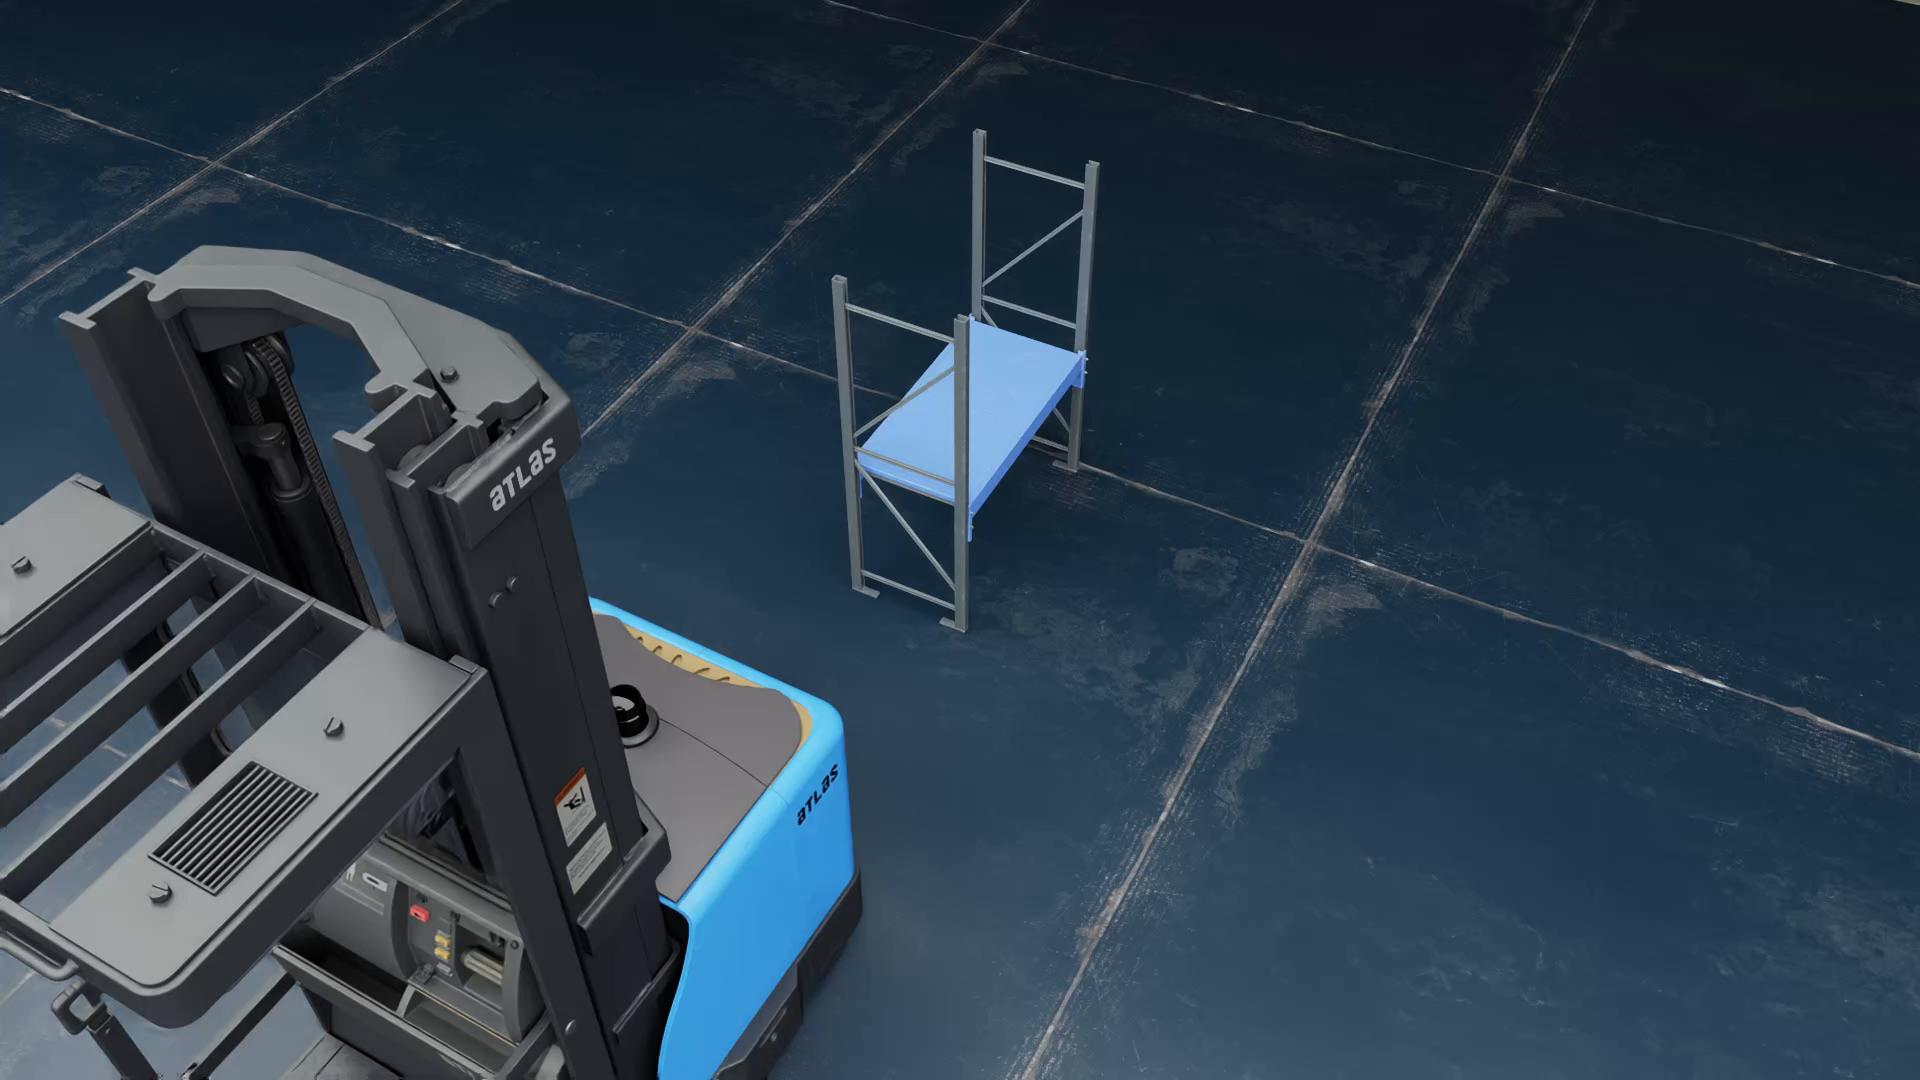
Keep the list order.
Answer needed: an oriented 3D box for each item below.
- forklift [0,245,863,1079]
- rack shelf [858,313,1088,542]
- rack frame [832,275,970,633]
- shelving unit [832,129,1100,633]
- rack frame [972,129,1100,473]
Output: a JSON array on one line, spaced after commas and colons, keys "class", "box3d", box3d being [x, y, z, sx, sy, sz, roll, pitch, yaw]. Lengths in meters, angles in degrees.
[{"class": "forklift", "box3d": [-1.478, 0.959, 3.741, 1.130, 2.935, 3.031, 22, 49, 20]}, {"class": "rack shelf", "box3d": [0.040, -0.455, 6.398, 0.538, 0.185, 1.000, 20, 49, 19]}, {"class": "rack frame", "box3d": [-0.196, -0.261, 5.953, 0.500, 1.500, 0.032, 20, 49, 19]}, {"class": "shelving unit", "box3d": [0.040, -0.581, 6.270, 0.538, 1.500, 1.048, 20, 49, 19]}, {"class": "rack frame", "box3d": [0.276, -0.901, 6.586, 0.500, 1.500, 0.032, 20, 49, 19]}]
